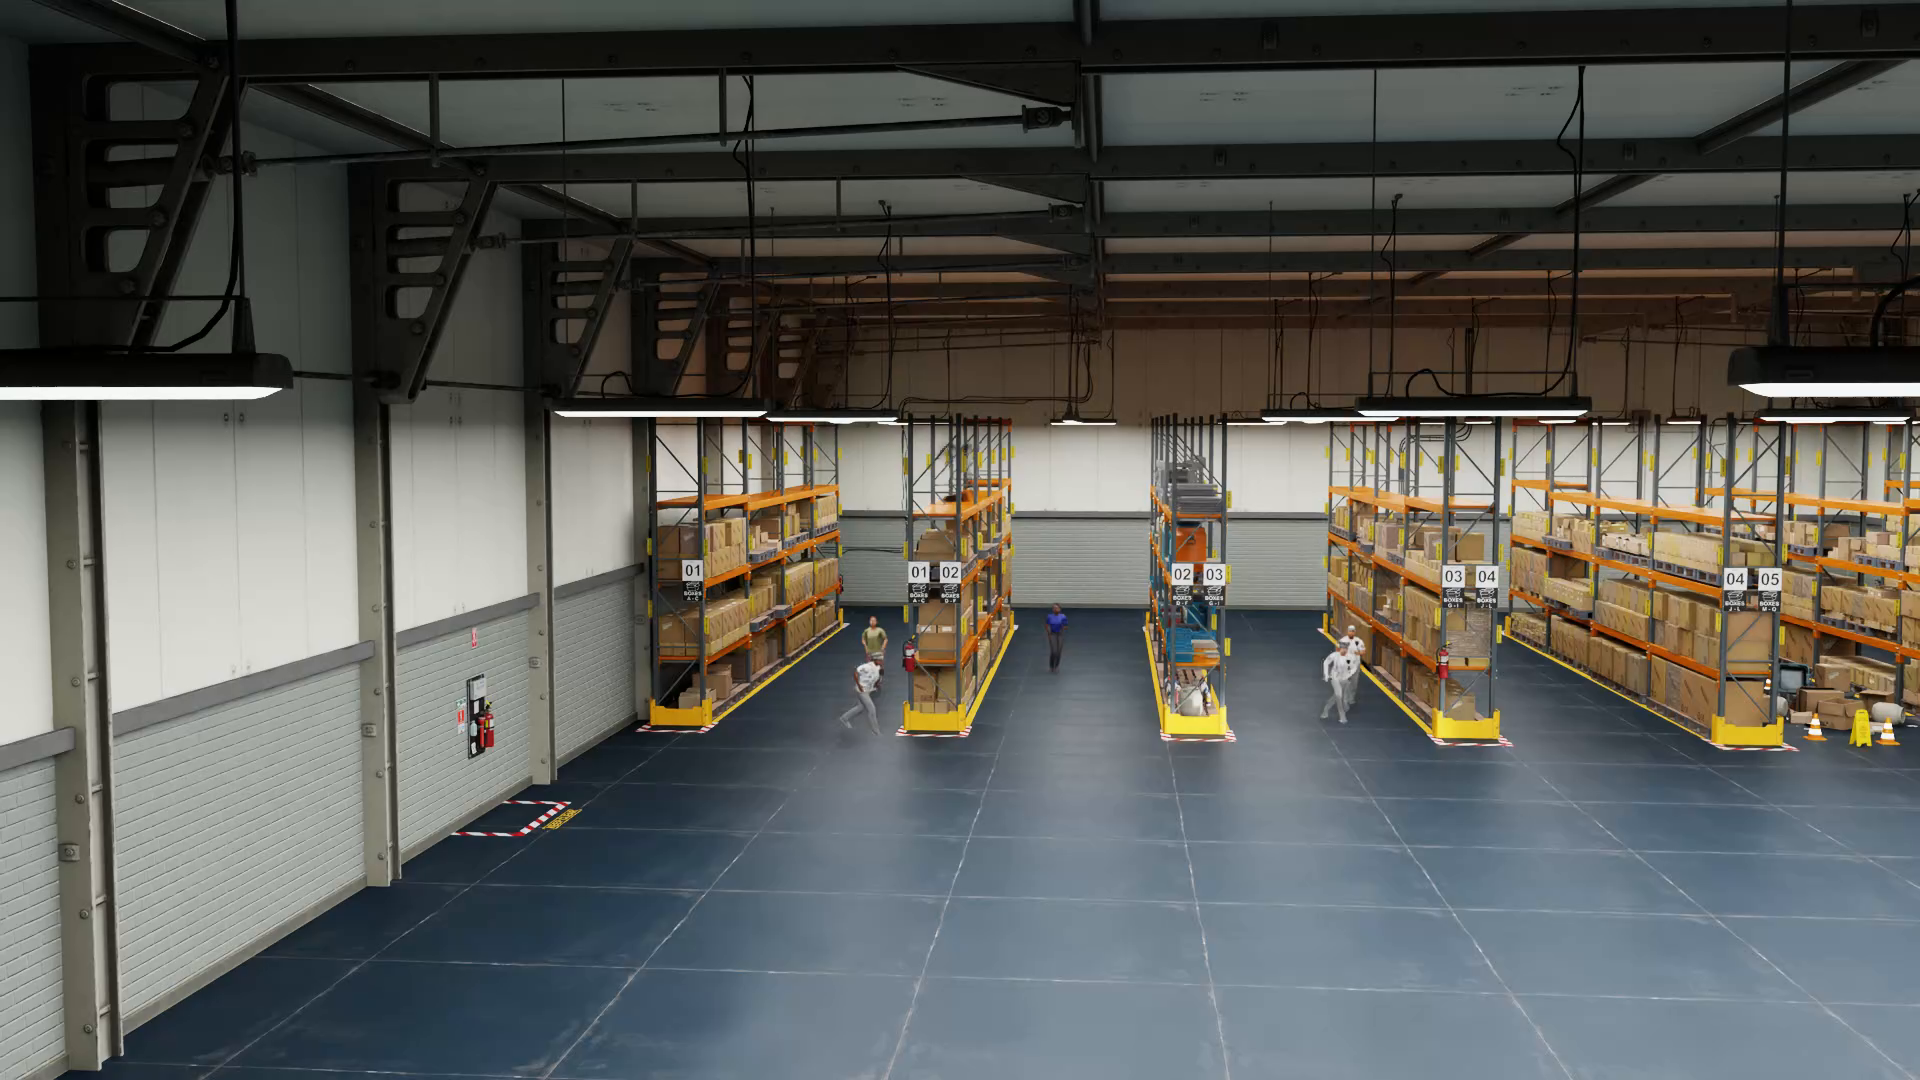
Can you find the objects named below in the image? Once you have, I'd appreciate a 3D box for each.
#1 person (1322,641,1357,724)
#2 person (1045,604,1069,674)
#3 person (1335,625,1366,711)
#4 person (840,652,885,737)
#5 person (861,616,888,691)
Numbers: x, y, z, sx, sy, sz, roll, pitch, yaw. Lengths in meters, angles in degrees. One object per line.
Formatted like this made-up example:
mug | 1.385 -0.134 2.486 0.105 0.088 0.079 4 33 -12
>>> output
person | 7.406 2.751 32.552 0.619 1.624 0.784 -1 4 -8
person | 2.257 2.311 38.698 0.550 1.670 0.676 0 4 -1
person | 7.991 2.598 34.037 0.582 1.720 0.805 0 4 4
person | -1.838 2.869 30.979 0.973 1.627 0.612 2 5 33
person | -1.887 2.471 36.375 0.581 1.630 0.509 1 4 10
